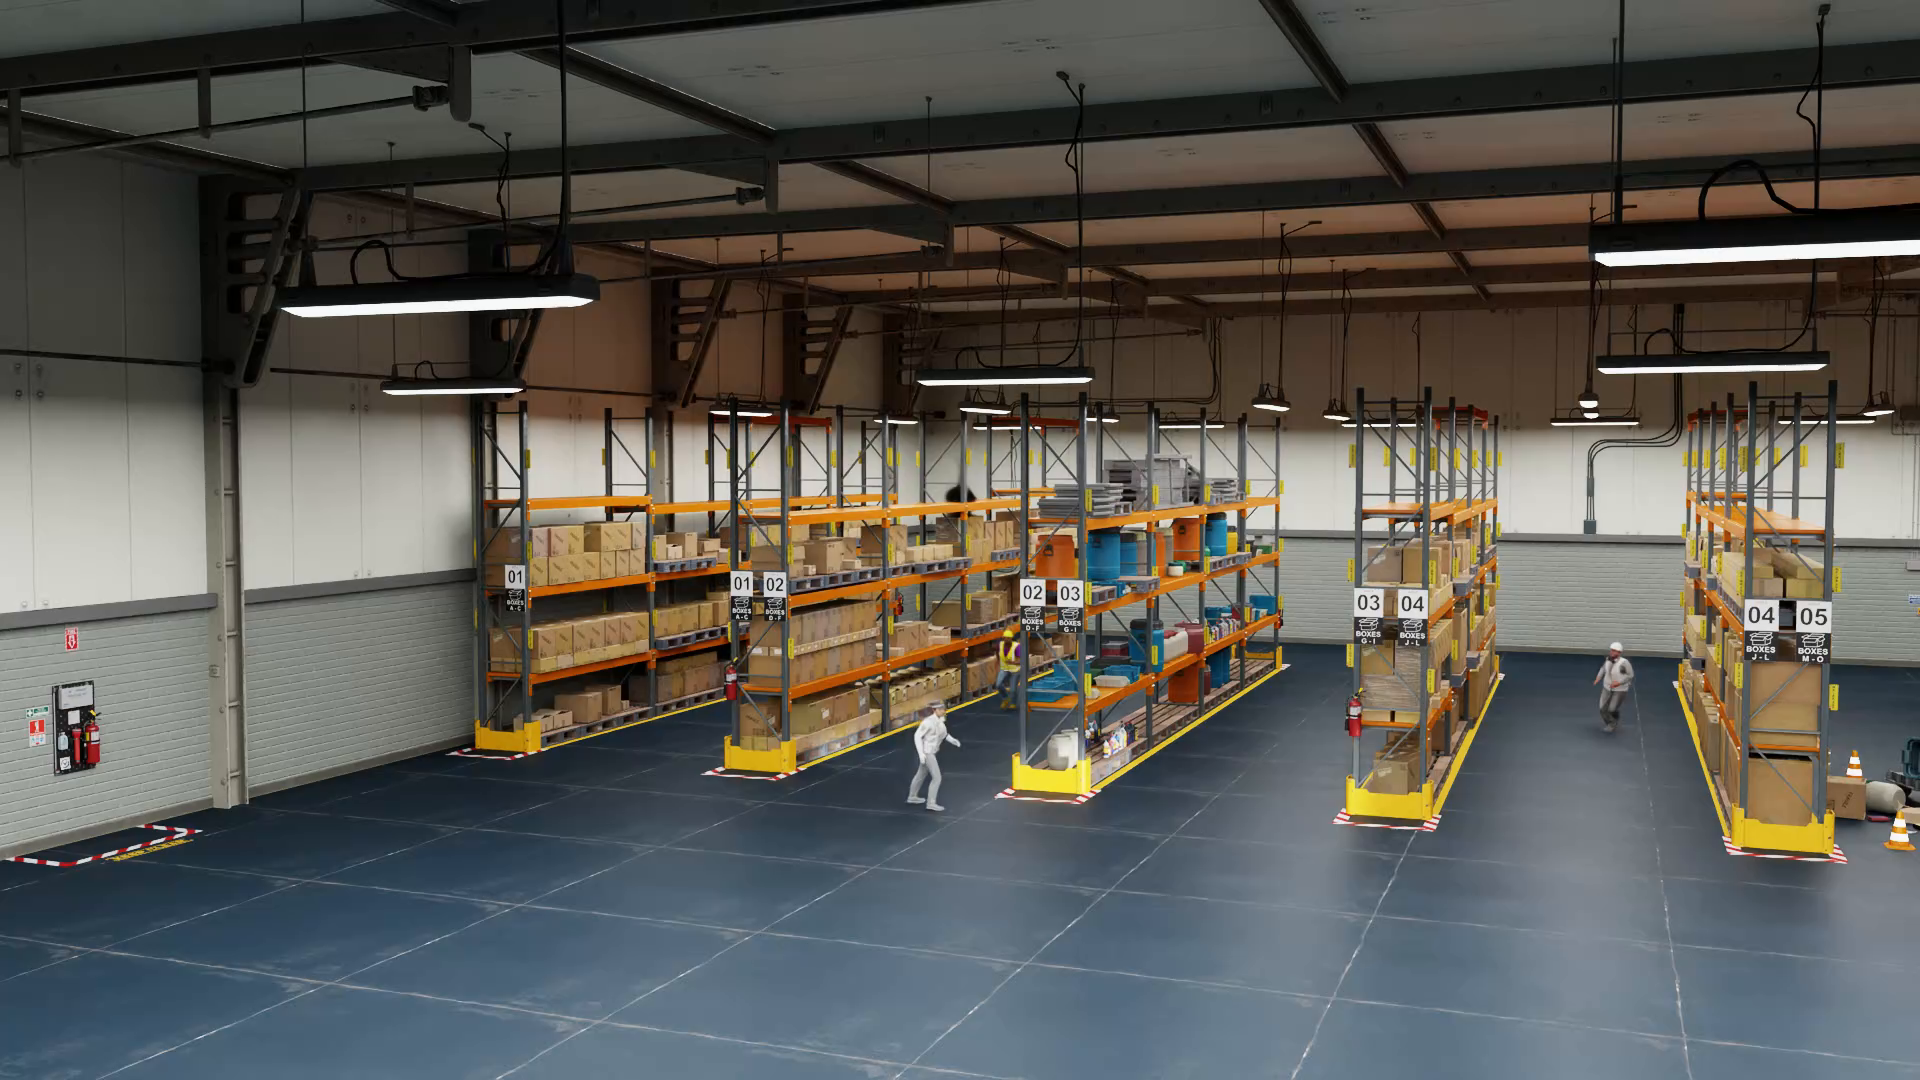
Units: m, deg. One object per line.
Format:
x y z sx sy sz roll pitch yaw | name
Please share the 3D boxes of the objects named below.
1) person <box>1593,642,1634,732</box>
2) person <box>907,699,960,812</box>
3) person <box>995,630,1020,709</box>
11.989 2.703 30.422 0.529 1.683 0.719 -3 4 -42 | person
-0.400 3.048 23.796 0.837 1.608 0.626 1 3 16 | person
0.961 2.568 32.875 0.717 1.626 0.969 1 3 18 | person
